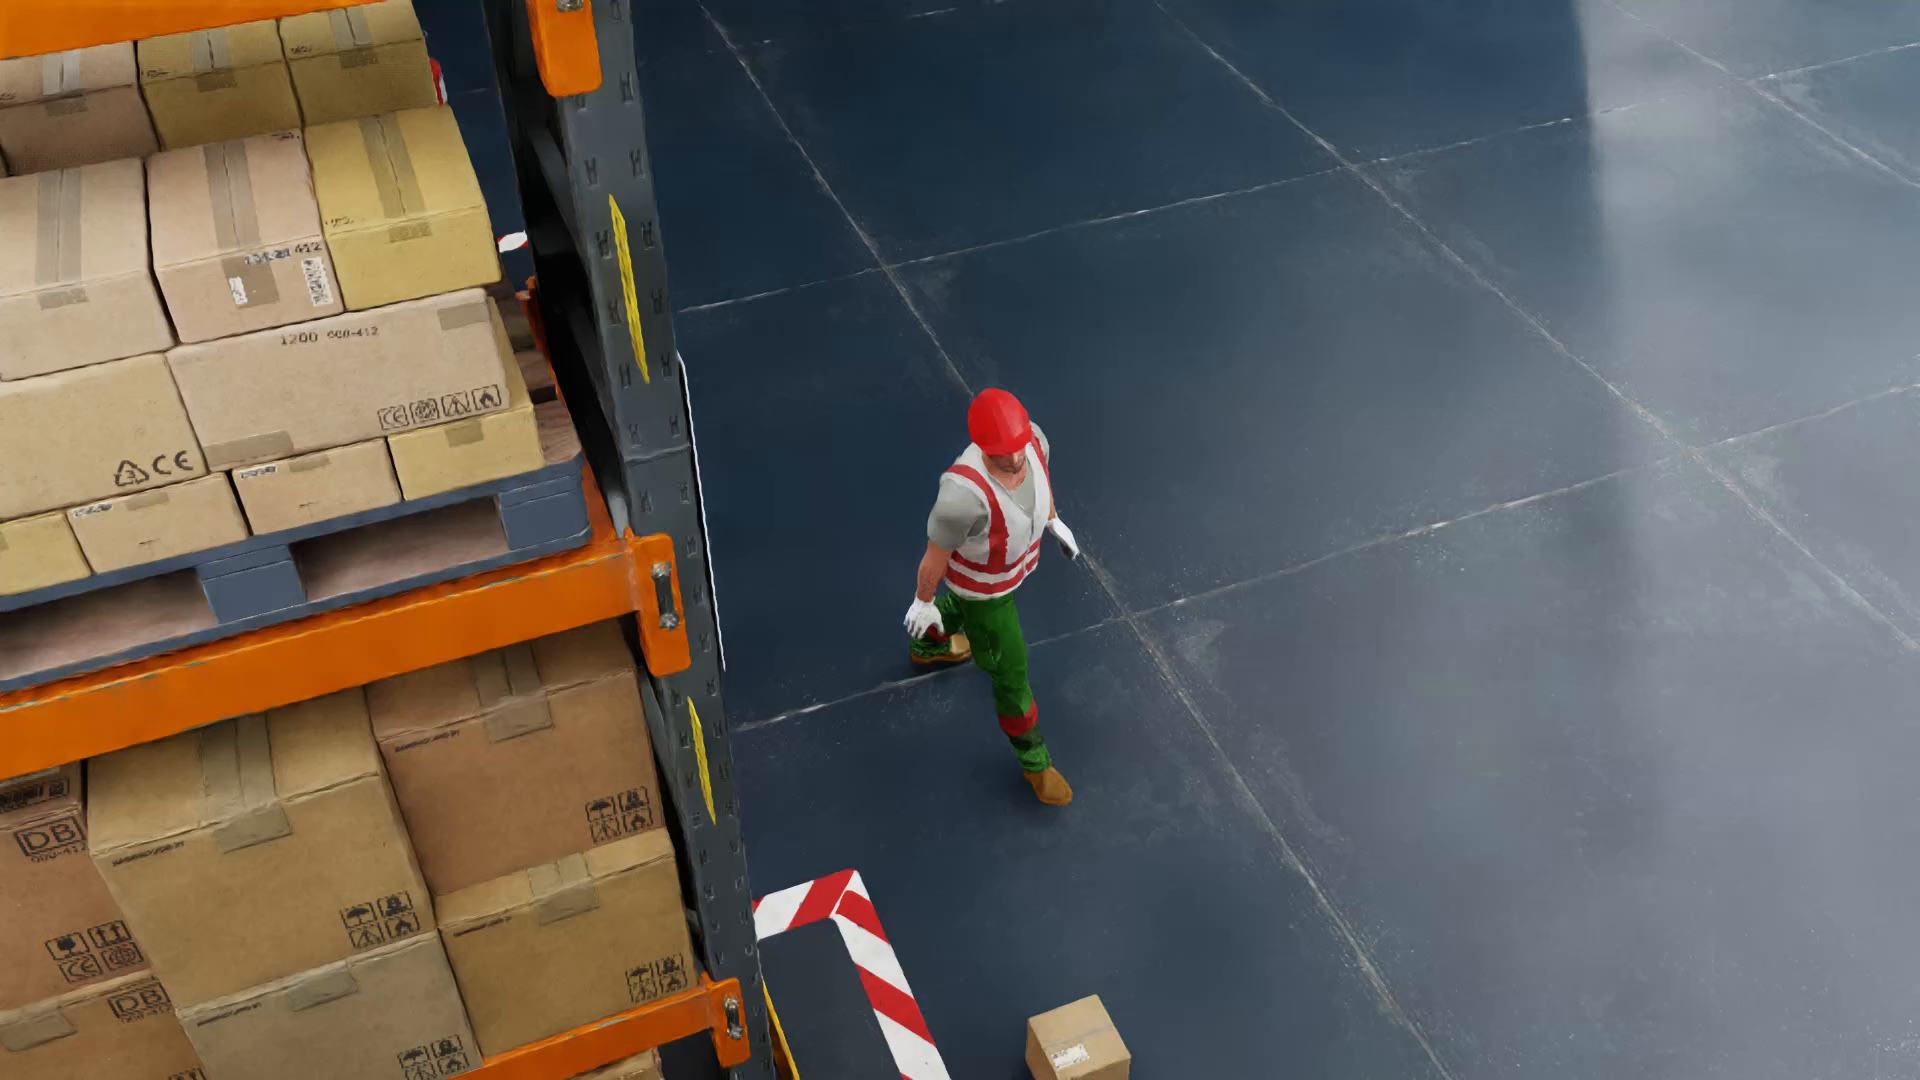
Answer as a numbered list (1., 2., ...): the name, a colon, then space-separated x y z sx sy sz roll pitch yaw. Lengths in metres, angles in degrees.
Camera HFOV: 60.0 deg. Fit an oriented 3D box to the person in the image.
1. person: 0.125 0.105 6.058 0.965 1.751 0.680 23 47 24
